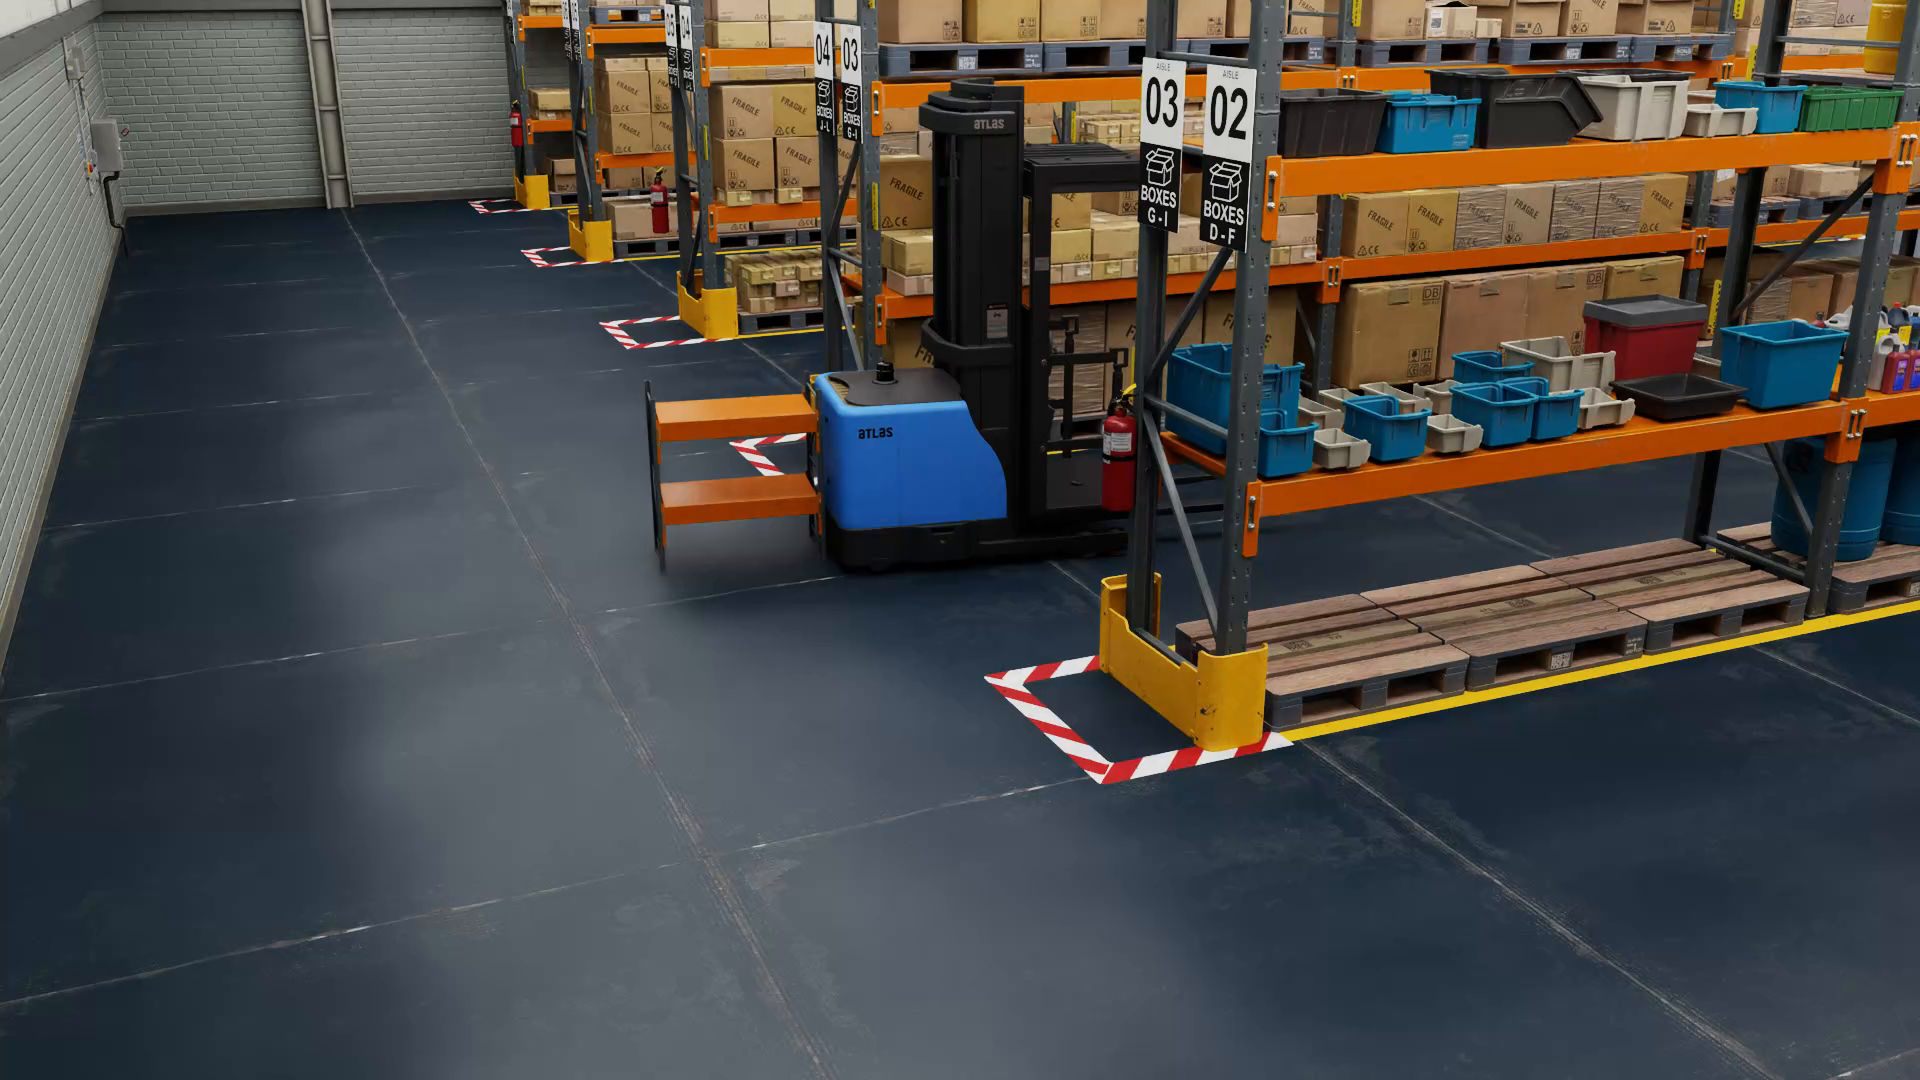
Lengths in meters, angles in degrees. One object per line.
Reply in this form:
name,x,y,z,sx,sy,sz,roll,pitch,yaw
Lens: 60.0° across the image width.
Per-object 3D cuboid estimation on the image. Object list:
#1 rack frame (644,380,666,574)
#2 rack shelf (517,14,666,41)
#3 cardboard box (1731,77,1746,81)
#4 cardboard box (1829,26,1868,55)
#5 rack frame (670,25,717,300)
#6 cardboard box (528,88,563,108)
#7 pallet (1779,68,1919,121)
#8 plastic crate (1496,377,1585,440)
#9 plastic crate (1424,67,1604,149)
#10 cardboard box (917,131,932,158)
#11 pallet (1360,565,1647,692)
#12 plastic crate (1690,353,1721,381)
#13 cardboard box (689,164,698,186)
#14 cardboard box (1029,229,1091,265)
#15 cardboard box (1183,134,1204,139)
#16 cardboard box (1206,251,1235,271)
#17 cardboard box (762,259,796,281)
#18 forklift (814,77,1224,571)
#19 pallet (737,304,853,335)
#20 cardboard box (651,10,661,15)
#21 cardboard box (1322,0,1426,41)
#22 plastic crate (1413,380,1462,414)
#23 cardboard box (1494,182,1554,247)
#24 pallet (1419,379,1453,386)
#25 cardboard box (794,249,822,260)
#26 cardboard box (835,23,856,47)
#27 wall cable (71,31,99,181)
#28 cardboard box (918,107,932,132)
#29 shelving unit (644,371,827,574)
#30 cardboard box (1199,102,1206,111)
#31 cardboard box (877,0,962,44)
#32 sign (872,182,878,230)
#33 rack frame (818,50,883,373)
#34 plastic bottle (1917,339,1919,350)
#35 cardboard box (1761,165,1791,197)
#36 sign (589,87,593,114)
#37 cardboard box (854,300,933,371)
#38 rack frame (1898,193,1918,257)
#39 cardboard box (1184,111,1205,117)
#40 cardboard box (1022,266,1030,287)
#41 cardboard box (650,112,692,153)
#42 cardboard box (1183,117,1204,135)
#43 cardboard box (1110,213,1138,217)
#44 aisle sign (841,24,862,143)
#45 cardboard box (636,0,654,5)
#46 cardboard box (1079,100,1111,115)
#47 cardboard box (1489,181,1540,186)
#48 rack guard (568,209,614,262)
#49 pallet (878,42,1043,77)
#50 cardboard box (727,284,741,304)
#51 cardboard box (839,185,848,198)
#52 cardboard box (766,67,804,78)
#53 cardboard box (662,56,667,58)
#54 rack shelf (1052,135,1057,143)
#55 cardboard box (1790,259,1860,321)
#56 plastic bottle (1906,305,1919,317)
rack frame,-1.917,-0.399,10.461,0.032,1.125,0.500,-5,20,-13
rack shelf,-4.877,-7.969,25.704,4.000,0.370,1.077,-8,21,-22
cardboard box,9.689,-5.954,21.564,0.550,0.550,0.875,-8,21,-22
cardboard box,7.999,-4.613,15.317,0.500,0.250,0.500,-8,21,-21
rack frame,-2.691,-3.621,16.788,0.127,3.000,1.000,-8,21,-22
cardboard box,-6.397,-6.841,25.713,0.500,0.250,0.500,-8,21,-20
pallet,5.497,-2.569,9.570,1.003,0.211,1.213,-8,21,-22
plastic crate,2.985,-0.678,8.594,0.300,0.233,0.416,-8,21,-22
plastic crate,2.655,-2.087,8.010,0.767,0.338,0.504,-8,21,-22
cardboard box,-0.285,-4.051,17.414,0.500,0.500,0.500,-8,21,-22
pallet,3.034,0.475,9.355,1.213,0.211,1.003,-8,21,-22
plastic crate,4.332,-0.997,9.643,0.243,0.136,0.396,-8,21,-22
cardboard box,-4.361,-5.938,26.501,0.500,0.500,0.700,-9,21,-24
cardboard box,0.666,-2.281,12.760,0.500,0.250,0.500,-9,21,-24
cardboard box,2.485,-4.418,18.350,0.250,0.149,0.380,-7,21,-20
cardboard box,1.995,-2.261,13.305,0.250,0.149,0.380,-8,21,-21
cardboard box,-1.870,-2.793,17.202,0.250,0.149,0.380,-8,21,-21
forklift,0.608,-1.434,10.680,3.031,2.935,1.130,-5,20,-13
pallet,-1.861,-2.411,17.553,1.213,0.211,1.003,-8,21,-22
cardboard box,-4.656,-8.104,25.382,0.250,0.149,0.380,-8,21,-21
cardboard box,3.382,-4.360,13.590,0.500,0.500,0.700,-8,21,-21
plastic crate,2.602,-0.773,9.008,0.250,0.136,0.298,-8,21,-22
cardboard box,4.769,-2.854,14.461,0.500,0.500,0.500,-8,21,-21
pallet,4.654,-1.592,15.225,1.213,0.211,1.003,-8,21,-22
cardboard box,-1.601,-3.005,17.803,0.250,0.149,0.380,-9,21,-24
cardboard box,-1.224,-5.085,16.658,0.500,0.250,0.500,-9,21,-24
wall cable,-10.485,-5.278,19.966,0.122,1.984,0.588,-8,21,-22
cardboard box,-0.291,-4.529,17.264,0.500,0.500,0.500,-8,21,-21
shelving unit,-1.424,-0.440,10.577,1.048,1.125,0.538,-5,20,-13
cardboard box,3.516,-6.284,24.098,0.250,0.149,0.380,-10,22,-25
cardboard box,-0.363,-3.887,12.094,0.500,0.500,0.700,-10,22,-25
sign,-0.605,-2.370,11.815,0.005,0.325,0.100,-8,21,-22
rack frame,-0.819,-2.095,12.455,0.127,3.000,1.000,-8,21,-22
plastic bottle,6.038,-1.297,10.382,0.097,0.271,0.097,0,19,0
cardboard box,7.480,-3.580,15.889,0.500,0.500,0.700,-5,20,-14
sign,-4.530,-5.392,20.398,0.005,0.325,0.100,-8,21,-22
cardboard box,-0.263,-1.399,13.046,0.875,0.875,0.875,-8,21,-22
rack frame,10.199,-3.673,16.938,0.127,3.000,1.000,-8,21,-22
cardboard box,2.717,-4.826,19.063,0.250,0.149,0.380,-8,21,-23
cardboard box,0.347,-2.025,12.635,0.250,0.149,0.380,-8,21,-23
cardboard box,-3.736,-5.215,21.165,0.500,0.500,0.500,-8,21,-23
cardboard box,2.481,-4.556,18.295,0.250,0.149,0.380,-8,21,-22
cardboard box,1.387,-2.575,13.596,0.500,0.250,0.500,-8,21,-21
aisle sign,-0.766,-3.220,11.736,0.004,0.787,0.394,-8,21,-22
cardboard box,-4.014,-6.825,20.967,0.250,0.149,0.380,-10,22,-26
cardboard box,1.788,-6.124,23.373,0.500,0.250,0.500,-9,21,-23
cardboard box,4.636,-3.401,14.504,0.637,0.503,0.797,-7,21,-20
rack guard,-4.766,-3.935,21.444,0.348,0.500,1.175,-8,21,-22
pallet,-0.142,-3.569,12.258,1.213,0.211,1.003,-8,21,-22
cardboard box,-2.290,-2.607,17.569,0.250,0.149,0.380,-8,21,-21
cardboard box,-1.336,-3.614,17.148,0.250,0.149,0.380,-8,21,-22
cardboard box,-2.328,-5.881,21.553,0.500,0.500,0.500,-8,21,-21
cardboard box,-3.578,-5.999,20.912,0.250,0.149,0.380,-9,21,-24
rack shelf,0.765,-5.567,23.399,4.000,0.370,1.077,-8,21,-22
cardboard box,8.668,-2.497,16.698,0.500,0.500,0.700,-10,22,-27
plastic bottle,5.972,-1.335,10.483,0.135,0.276,0.152,-8,21,-22
